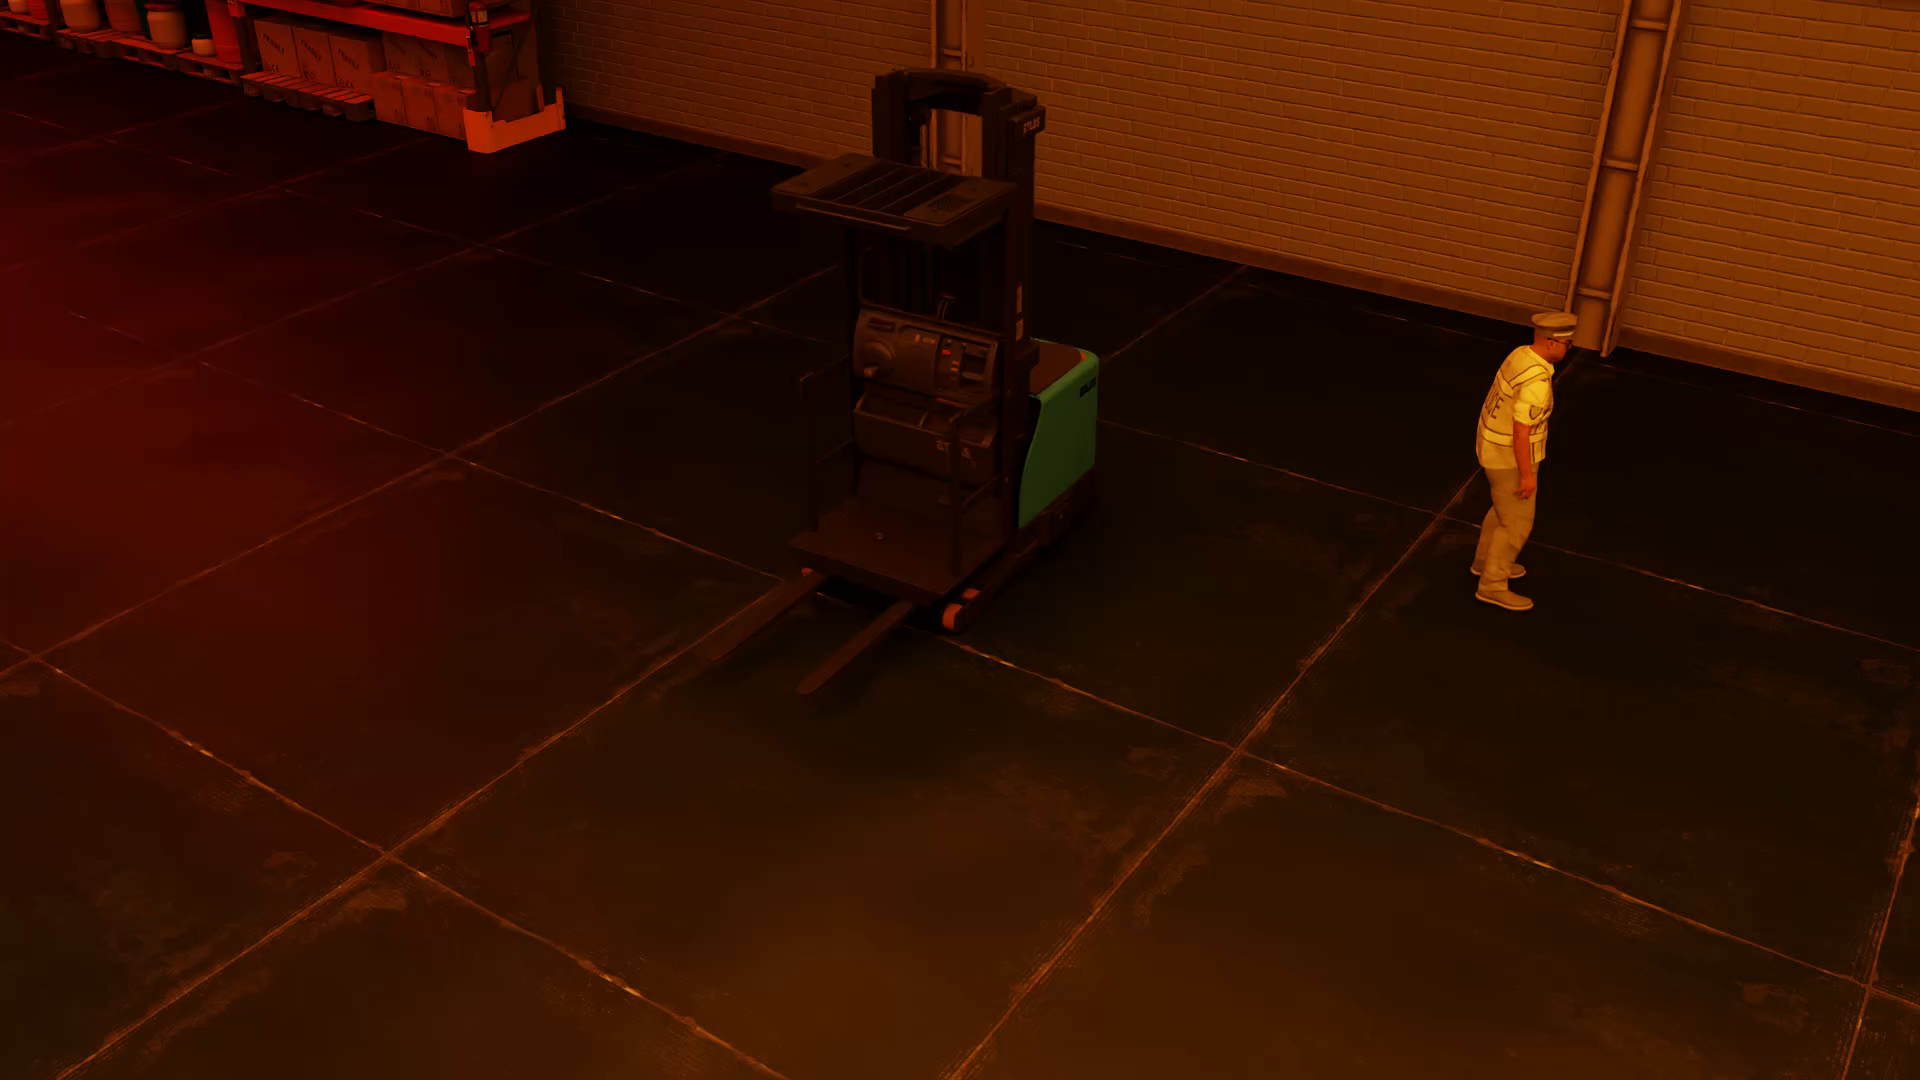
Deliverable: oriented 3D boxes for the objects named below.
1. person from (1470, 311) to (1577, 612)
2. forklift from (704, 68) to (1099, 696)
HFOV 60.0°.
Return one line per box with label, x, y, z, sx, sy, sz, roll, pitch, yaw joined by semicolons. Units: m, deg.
person;3.199;-0.484;9.593;0.439;1.747;0.585;5;30;8
forklift;-0.310;-1.002;9.307;1.130;2.935;3.031;17;34;27
